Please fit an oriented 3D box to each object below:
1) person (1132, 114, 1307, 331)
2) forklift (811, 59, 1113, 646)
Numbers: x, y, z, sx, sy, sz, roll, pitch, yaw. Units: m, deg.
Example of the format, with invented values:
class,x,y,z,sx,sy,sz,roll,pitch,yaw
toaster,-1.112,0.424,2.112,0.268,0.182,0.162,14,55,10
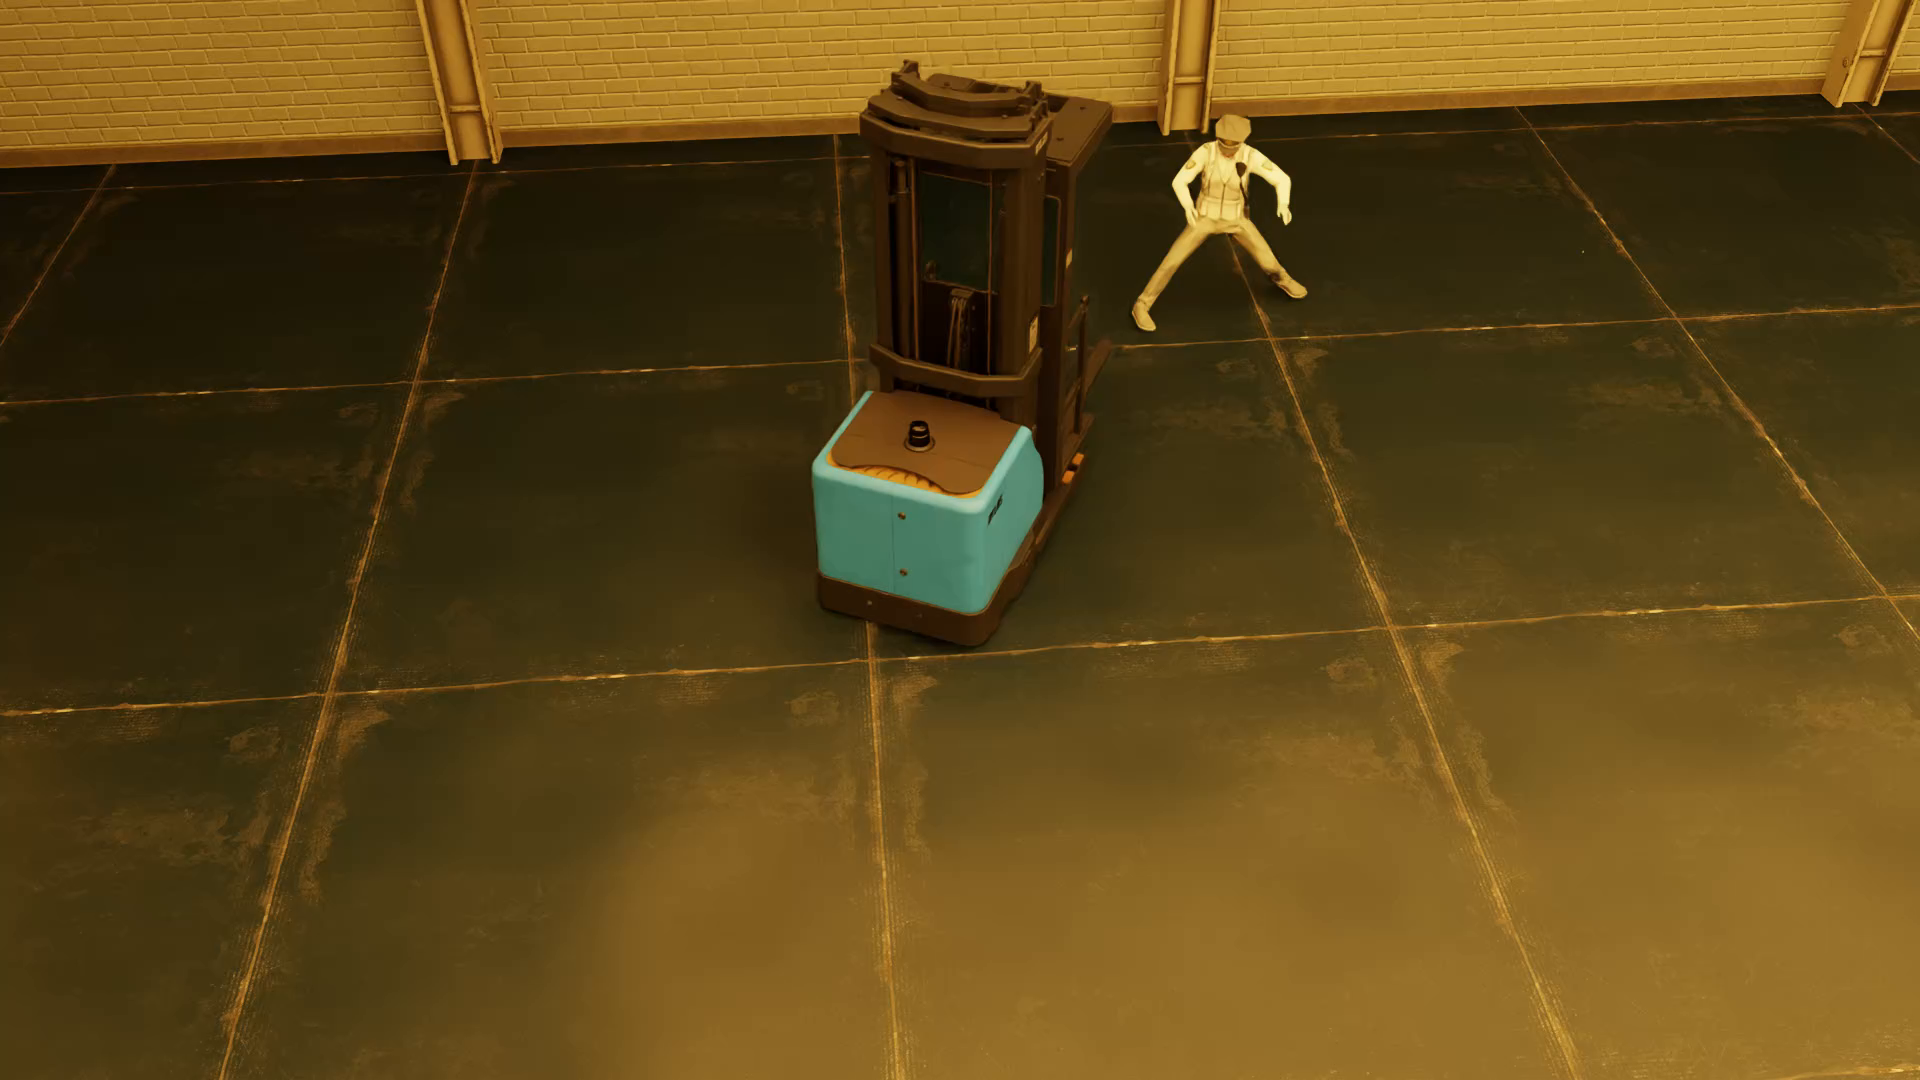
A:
class,x,y,z,sx,sy,sz,roll,pitch,yaw
person,1.894,-2.236,11.672,1.243,1.468,0.793,7,41,8
forklift,0.183,-1.480,9.668,1.130,2.935,3.031,14,43,16
